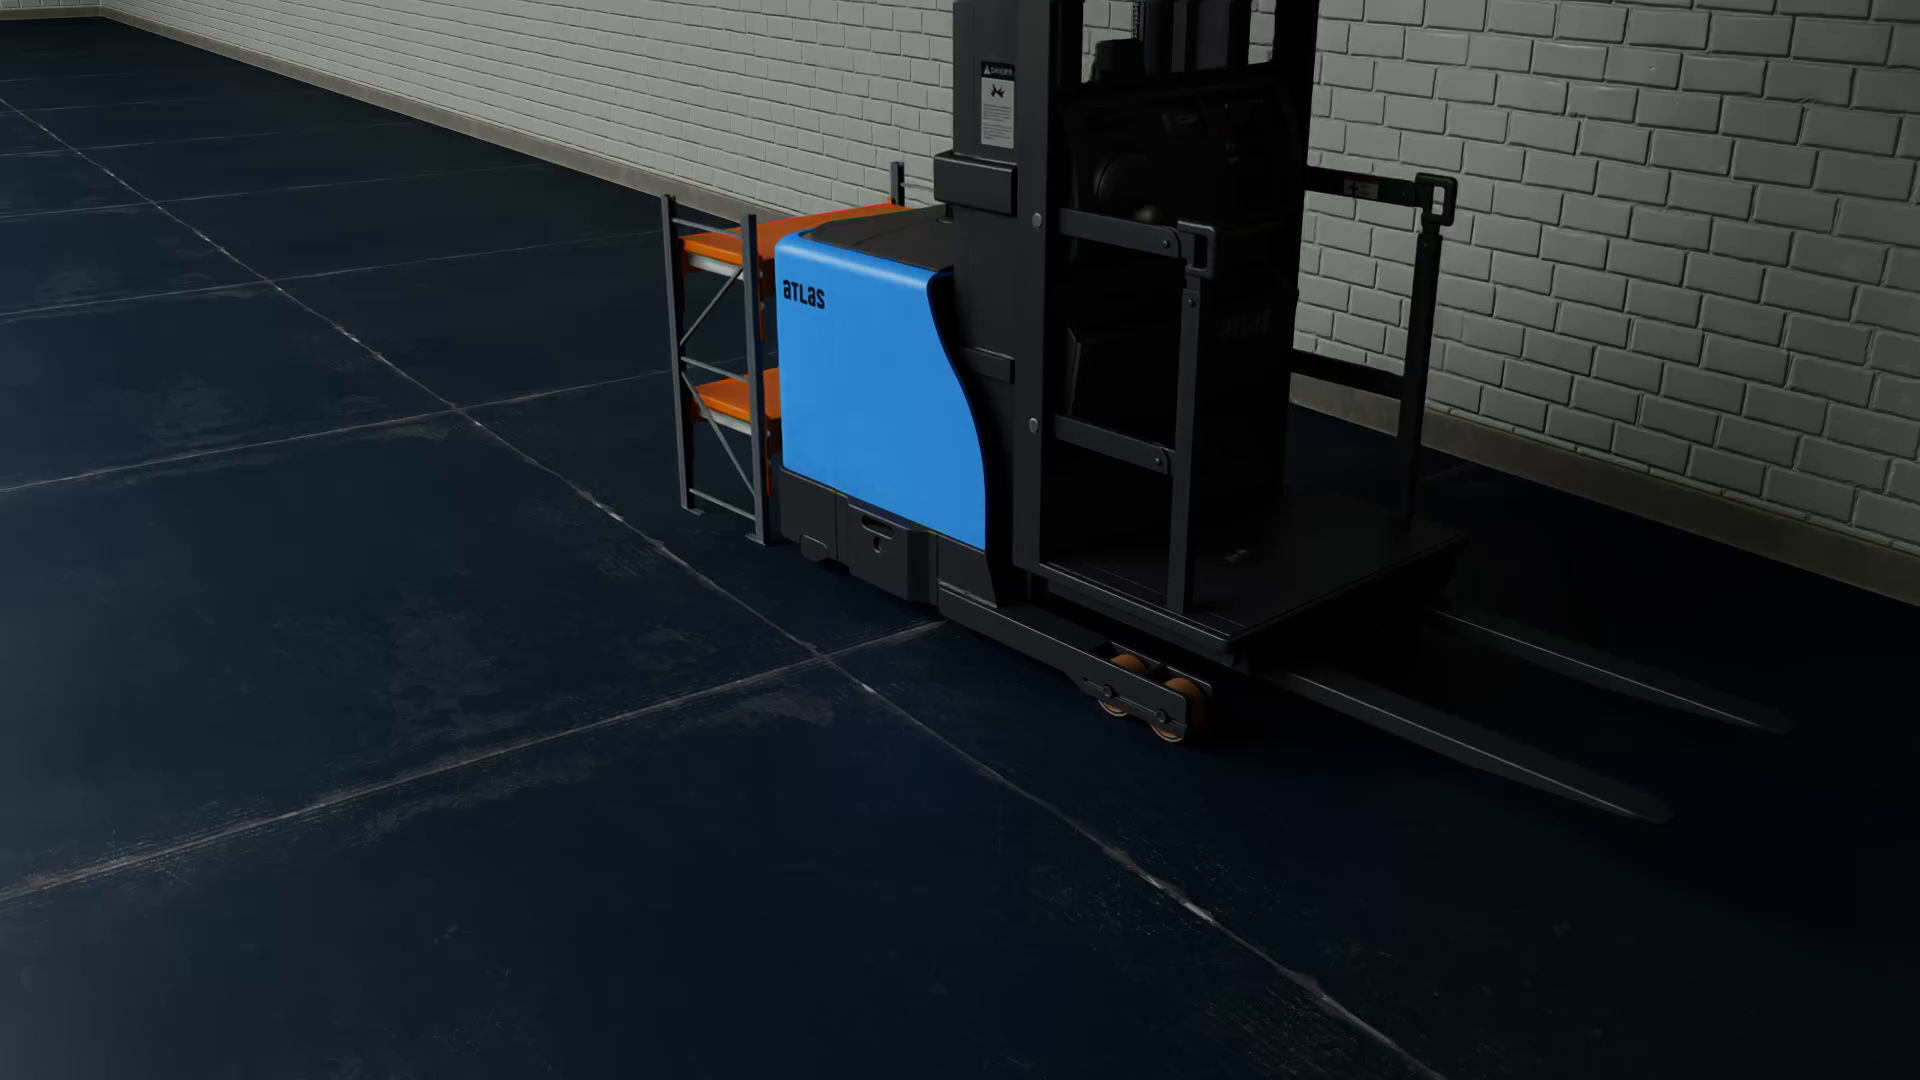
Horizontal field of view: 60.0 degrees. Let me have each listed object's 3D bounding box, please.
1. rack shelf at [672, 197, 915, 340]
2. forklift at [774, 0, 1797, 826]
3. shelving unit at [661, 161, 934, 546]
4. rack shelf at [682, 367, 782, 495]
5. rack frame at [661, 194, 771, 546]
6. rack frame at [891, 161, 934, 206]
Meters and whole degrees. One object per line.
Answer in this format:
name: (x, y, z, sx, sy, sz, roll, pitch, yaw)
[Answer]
rack shelf: (-0.454, -0.975, 5.856, 1.000, 0.278, 0.538, -19, 29, -39)
forklift: (0.756, -1.041, 4.376, 1.130, 2.935, 3.031, -18, 28, -38)
shelving unit: (-0.454, -0.703, 5.964, 1.048, 1.125, 0.538, -19, 29, -39)
rack shelf: (-0.454, -0.476, 6.055, 1.000, 0.278, 0.538, -19, 29, -39)
rack frame: (-0.827, -0.575, 5.644, 0.032, 1.125, 0.500, -19, 29, -39)
rack frame: (-0.080, -0.831, 6.285, 0.032, 1.125, 0.500, -19, 29, -39)
